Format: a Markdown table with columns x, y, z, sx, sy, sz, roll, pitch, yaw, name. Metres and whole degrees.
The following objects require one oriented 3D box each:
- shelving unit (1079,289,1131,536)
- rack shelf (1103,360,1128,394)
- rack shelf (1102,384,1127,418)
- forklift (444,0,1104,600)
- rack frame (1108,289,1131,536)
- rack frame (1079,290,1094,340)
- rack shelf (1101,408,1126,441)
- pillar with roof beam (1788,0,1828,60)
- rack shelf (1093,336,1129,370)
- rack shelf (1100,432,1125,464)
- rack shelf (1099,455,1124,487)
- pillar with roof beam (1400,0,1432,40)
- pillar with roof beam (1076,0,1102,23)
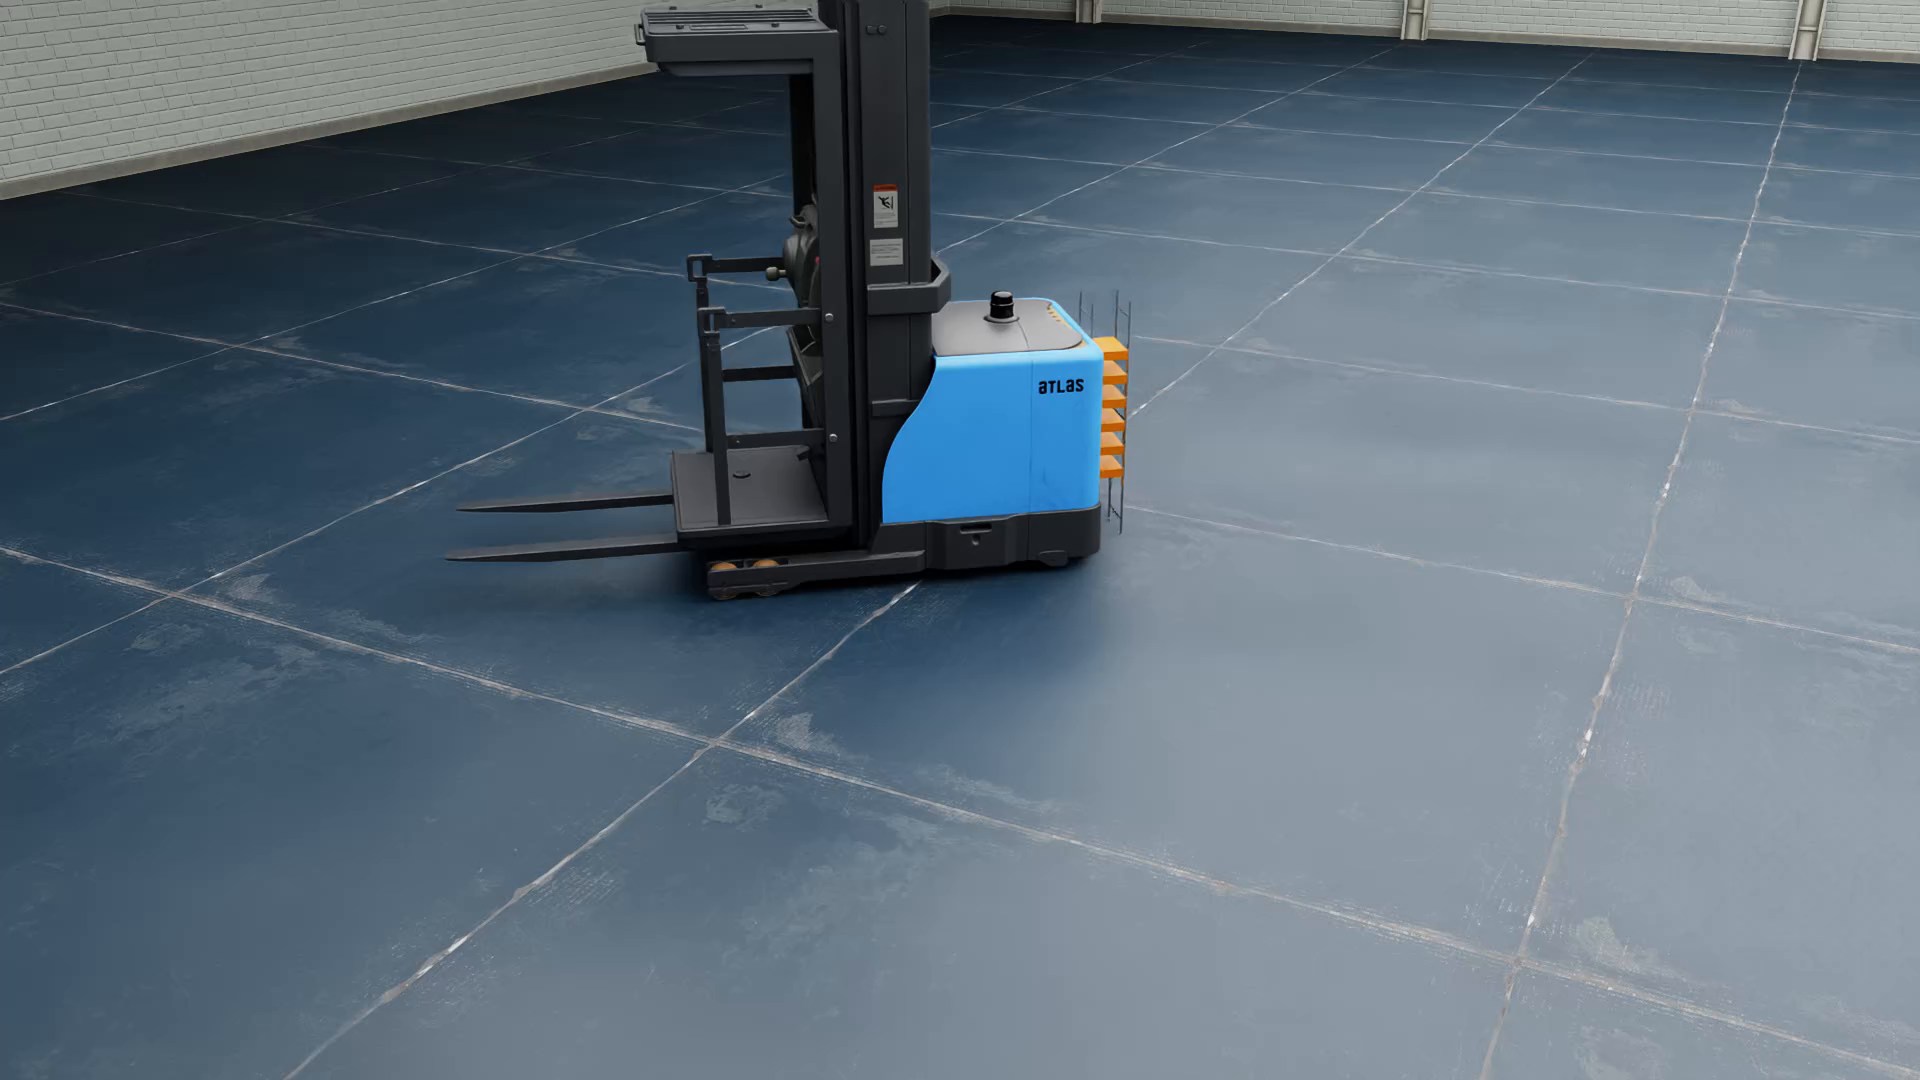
| x | y | z | sx | sy | sz | roll | pitch | yaw | name |
| --- | --- | --- | --- | --- | --- | --- | --- | --- | --- |
| 0.691 | -0.611 | 8.154 | 0.189 | 1.200 | 0.258 | -4 | 23 | -10 | shelving unit |
| 0.691 | -0.791 | 8.077 | 0.180 | 0.103 | 0.258 | -4 | 23 | -10 | rack shelf |
| 0.691 | -0.681 | 8.124 | 0.180 | 0.103 | 0.258 | -4 | 23 | -10 | rack shelf |
| -0.898 | -1.300 | 7.563 | 3.031 | 2.935 | 1.130 | -4 | 23 | -10 | forklift |
| 0.781 | -0.618 | 8.170 | 0.006 | 1.200 | 0.240 | -4 | 23 | -10 | rack frame |
| 0.602 | -0.604 | 8.138 | 0.006 | 1.200 | 0.240 | -4 | 23 | -10 | rack frame |
| 0.691 | -0.570 | 8.171 | 0.180 | 0.103 | 0.258 | -4 | 23 | -10 | rack shelf |
| 11.151 | -10.120 | 20.547 | 0.400 | 9.000 | 9.100 | 11 | 25 | 25 | pillar with roof beam |
| 0.691 | -0.902 | 8.030 | 0.180 | 0.103 | 0.258 | -4 | 23 | -10 | rack shelf |
| 0.691 | -0.460 | 8.218 | 0.180 | 0.103 | 0.258 | -4 | 23 | -10 | rack shelf |
| 0.691 | -0.349 | 8.265 | 0.180 | 0.103 | 0.258 | -4 | 23 | -10 | rack shelf |
| 5.797 | -11.179 | 23.039 | 0.400 | 9.000 | 9.100 | 11 | 25 | 25 | pillar with roof beam |
| 0.442 | -12.239 | 25.530 | 0.400 | 9.000 | 9.100 | 11 | 25 | 25 | pillar with roof beam |
